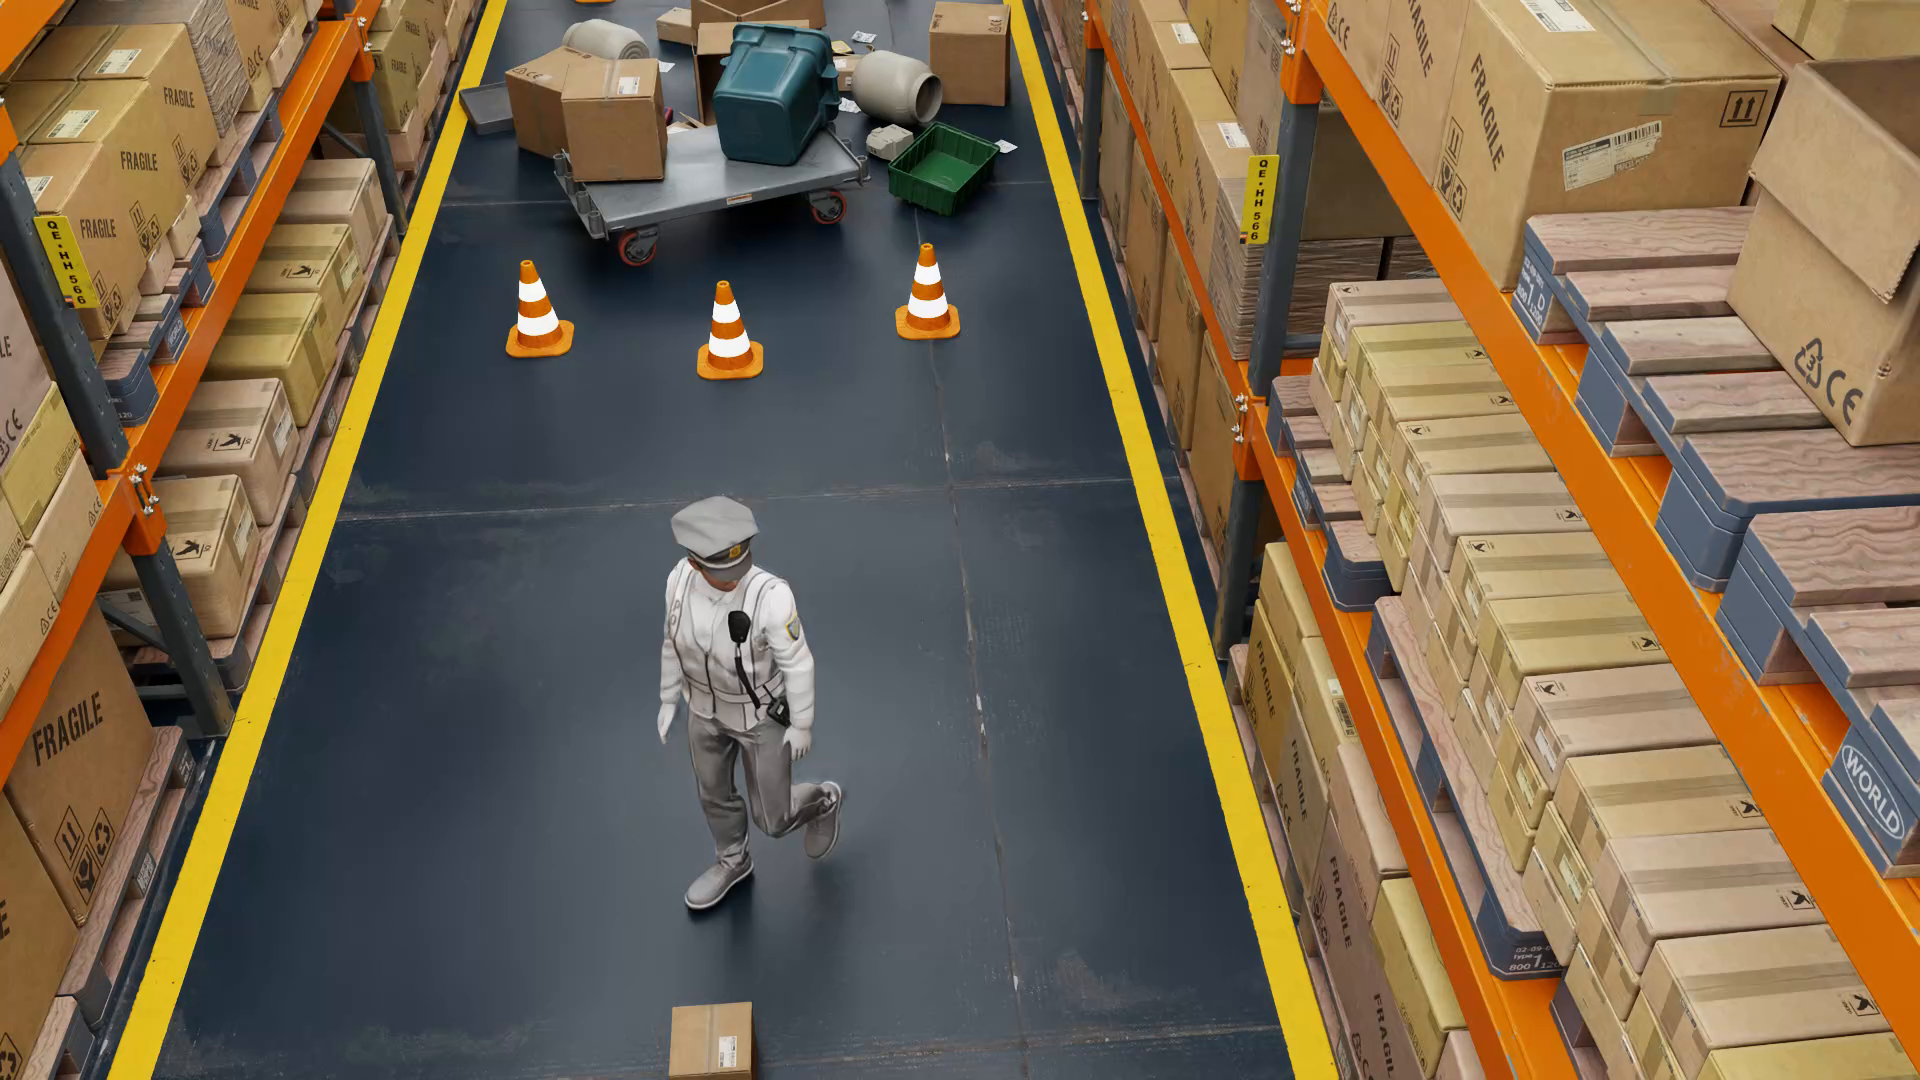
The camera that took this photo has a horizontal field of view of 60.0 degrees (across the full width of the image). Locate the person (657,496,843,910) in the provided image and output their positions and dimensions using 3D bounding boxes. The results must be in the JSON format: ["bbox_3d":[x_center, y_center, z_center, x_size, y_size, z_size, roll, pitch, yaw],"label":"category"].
[{"bbox_3d":[-0.709,0.541,5.463,0.538,1.659,0.565,19,43,22],"label":"person"}]
